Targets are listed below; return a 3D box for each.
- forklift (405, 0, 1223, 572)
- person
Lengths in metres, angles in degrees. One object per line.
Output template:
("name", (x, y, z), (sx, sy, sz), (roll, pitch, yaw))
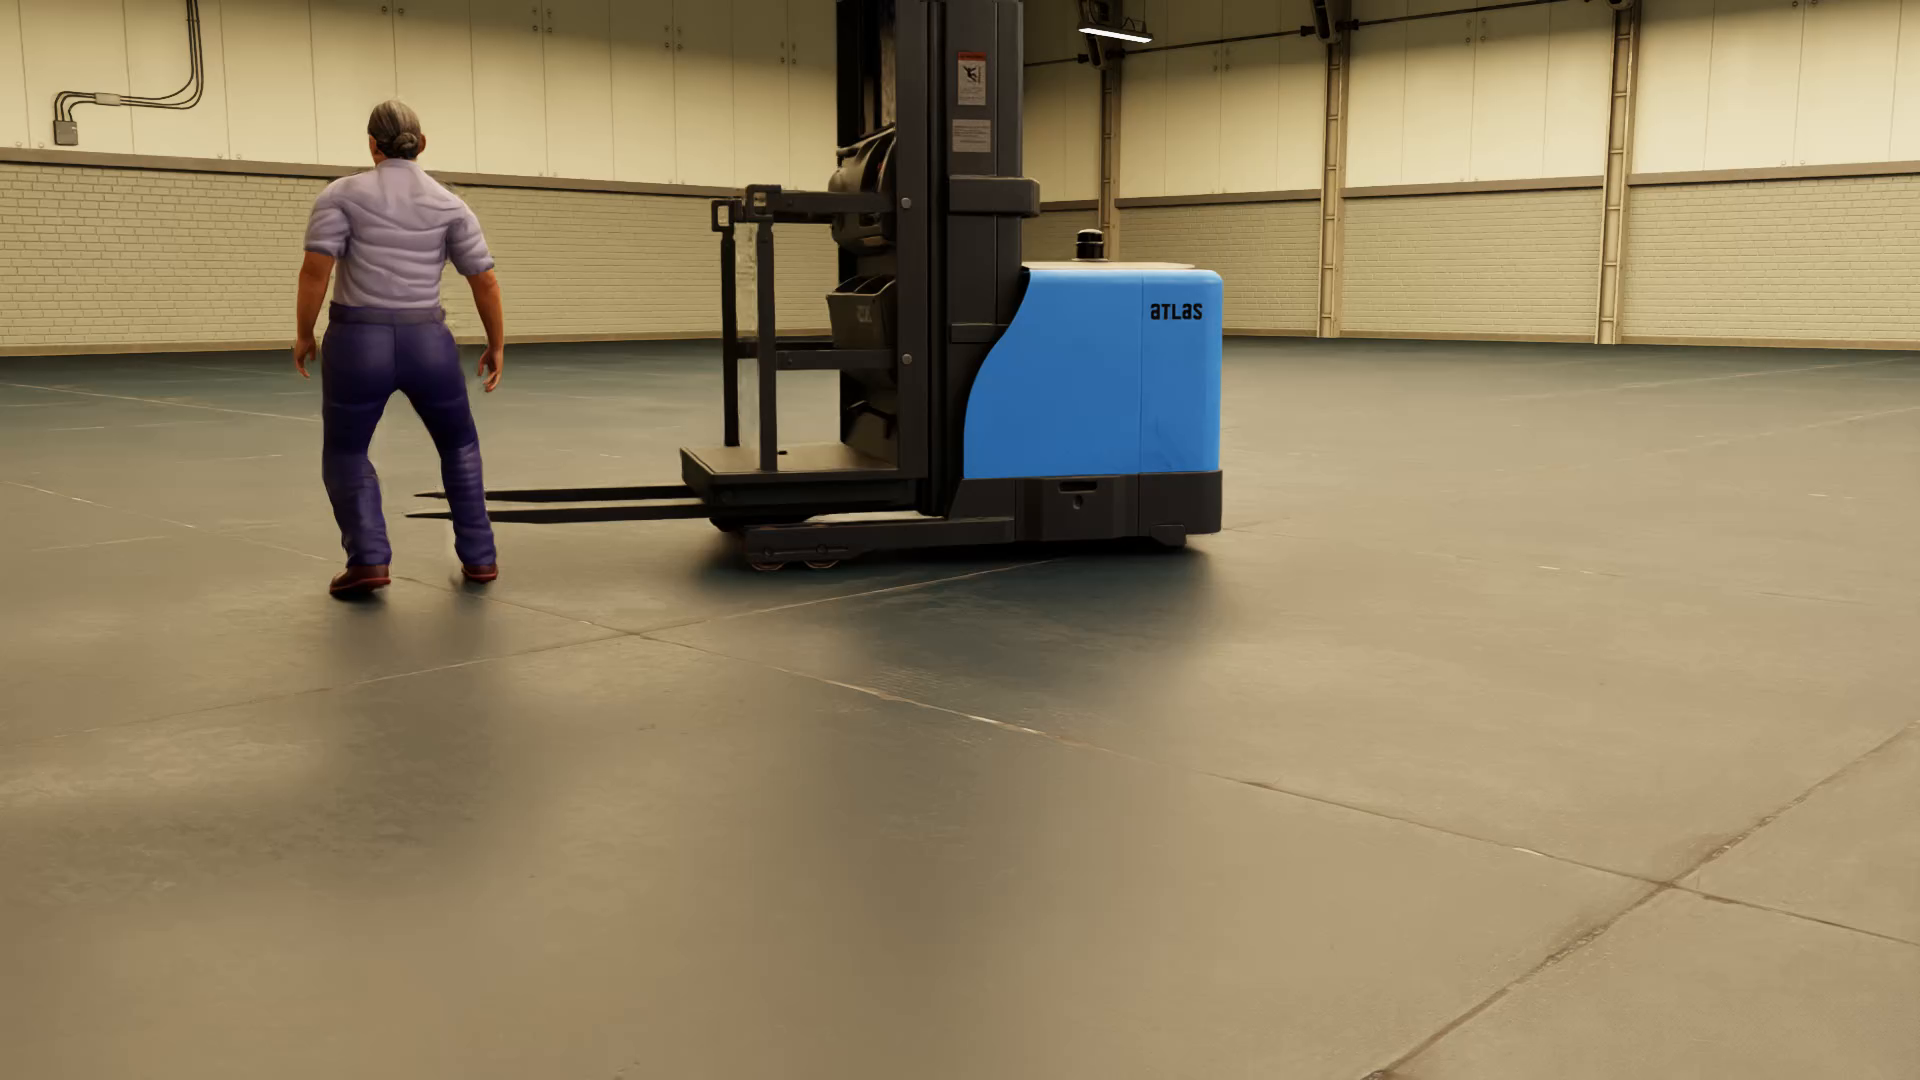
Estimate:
("forklift", (-0.559, -1.422, 6.315), (3.031, 2.935, 1.130), (-2, 9, -15))
("person", (-1.859, -0.629, 5.527), (0.663, 1.599, 0.529), (-4, 9, -25))
